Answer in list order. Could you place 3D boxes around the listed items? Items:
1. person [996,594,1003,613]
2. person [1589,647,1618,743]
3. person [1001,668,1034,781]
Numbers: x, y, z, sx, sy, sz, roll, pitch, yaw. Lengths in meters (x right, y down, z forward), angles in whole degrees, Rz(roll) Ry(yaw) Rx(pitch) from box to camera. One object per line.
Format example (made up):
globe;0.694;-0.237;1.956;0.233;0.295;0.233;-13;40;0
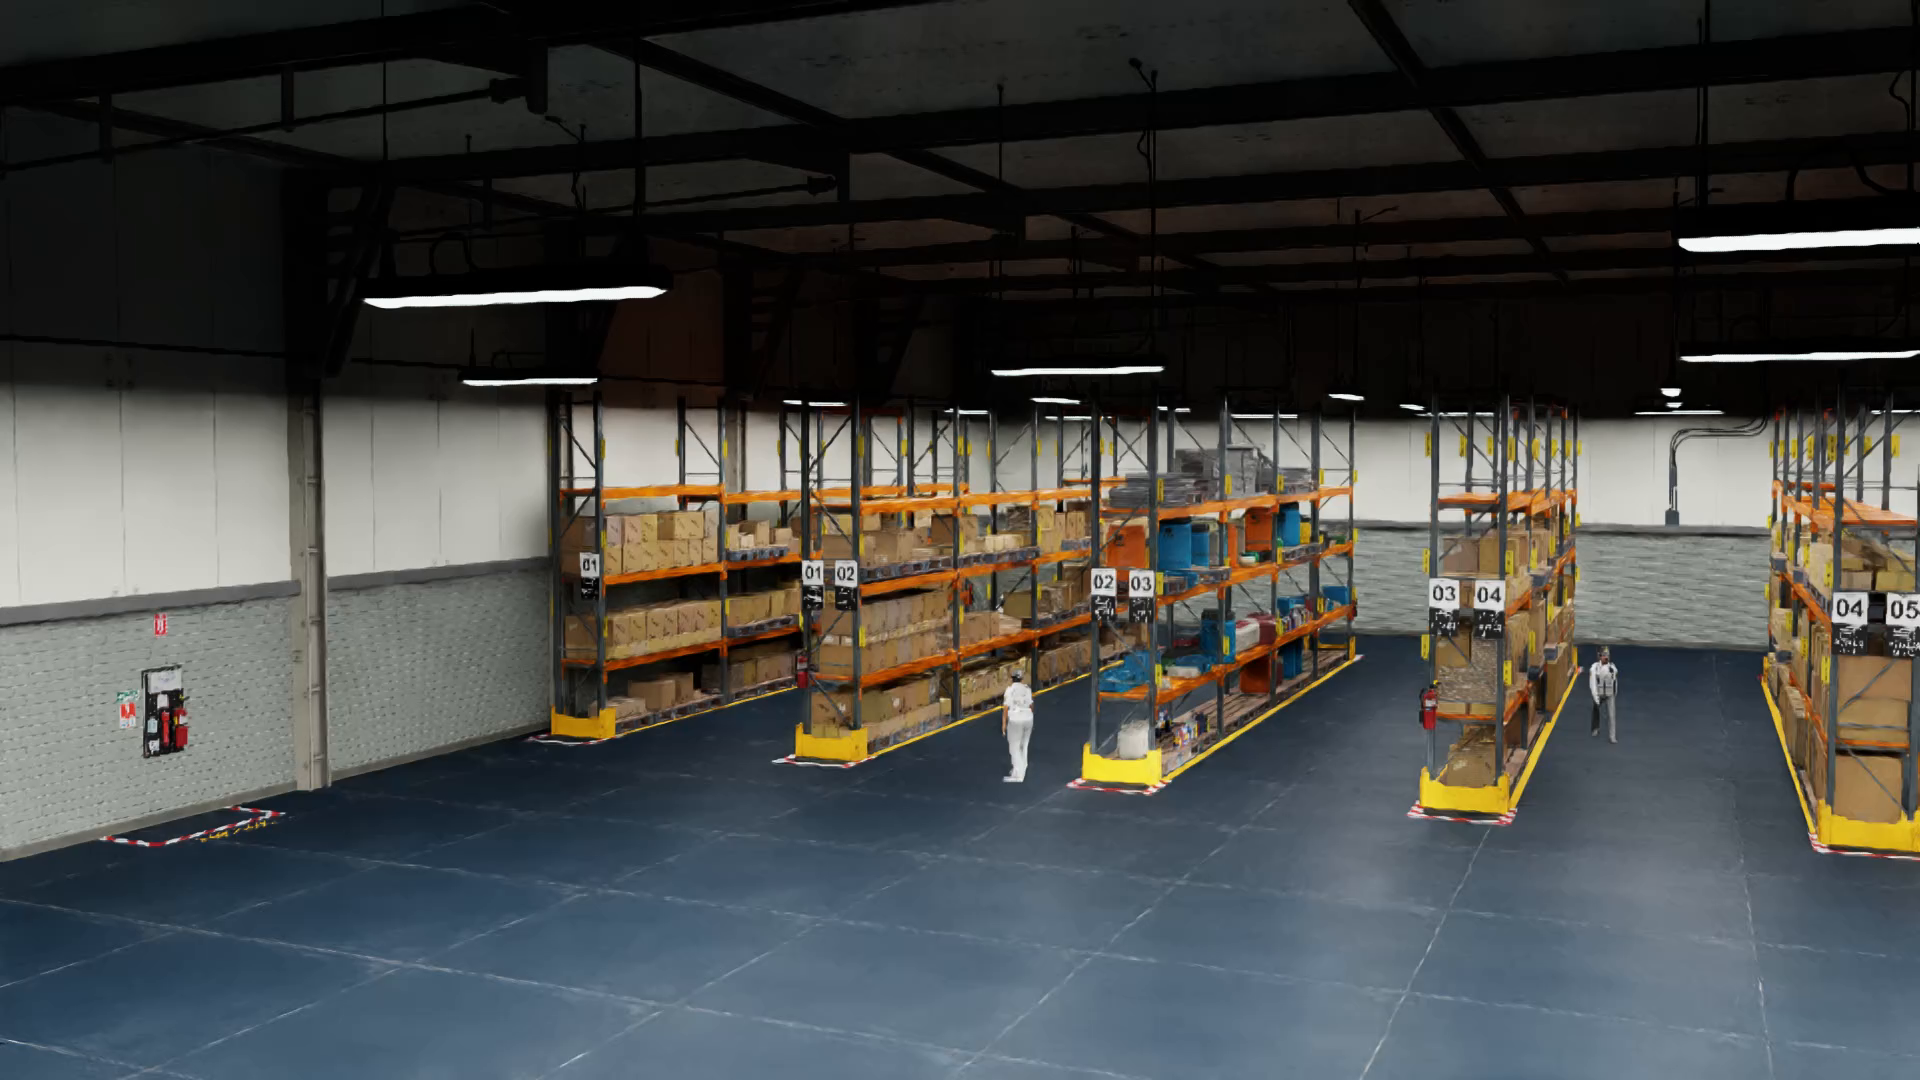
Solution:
person;1.037;2.045;38.047;0.577;1.691;1.121;2;4;26
person;10.946;2.608;28.307;0.482;1.608;0.994;1;3;15
person;0.856;2.771;25.159;0.597;1.659;0.556;-2;4;-38
